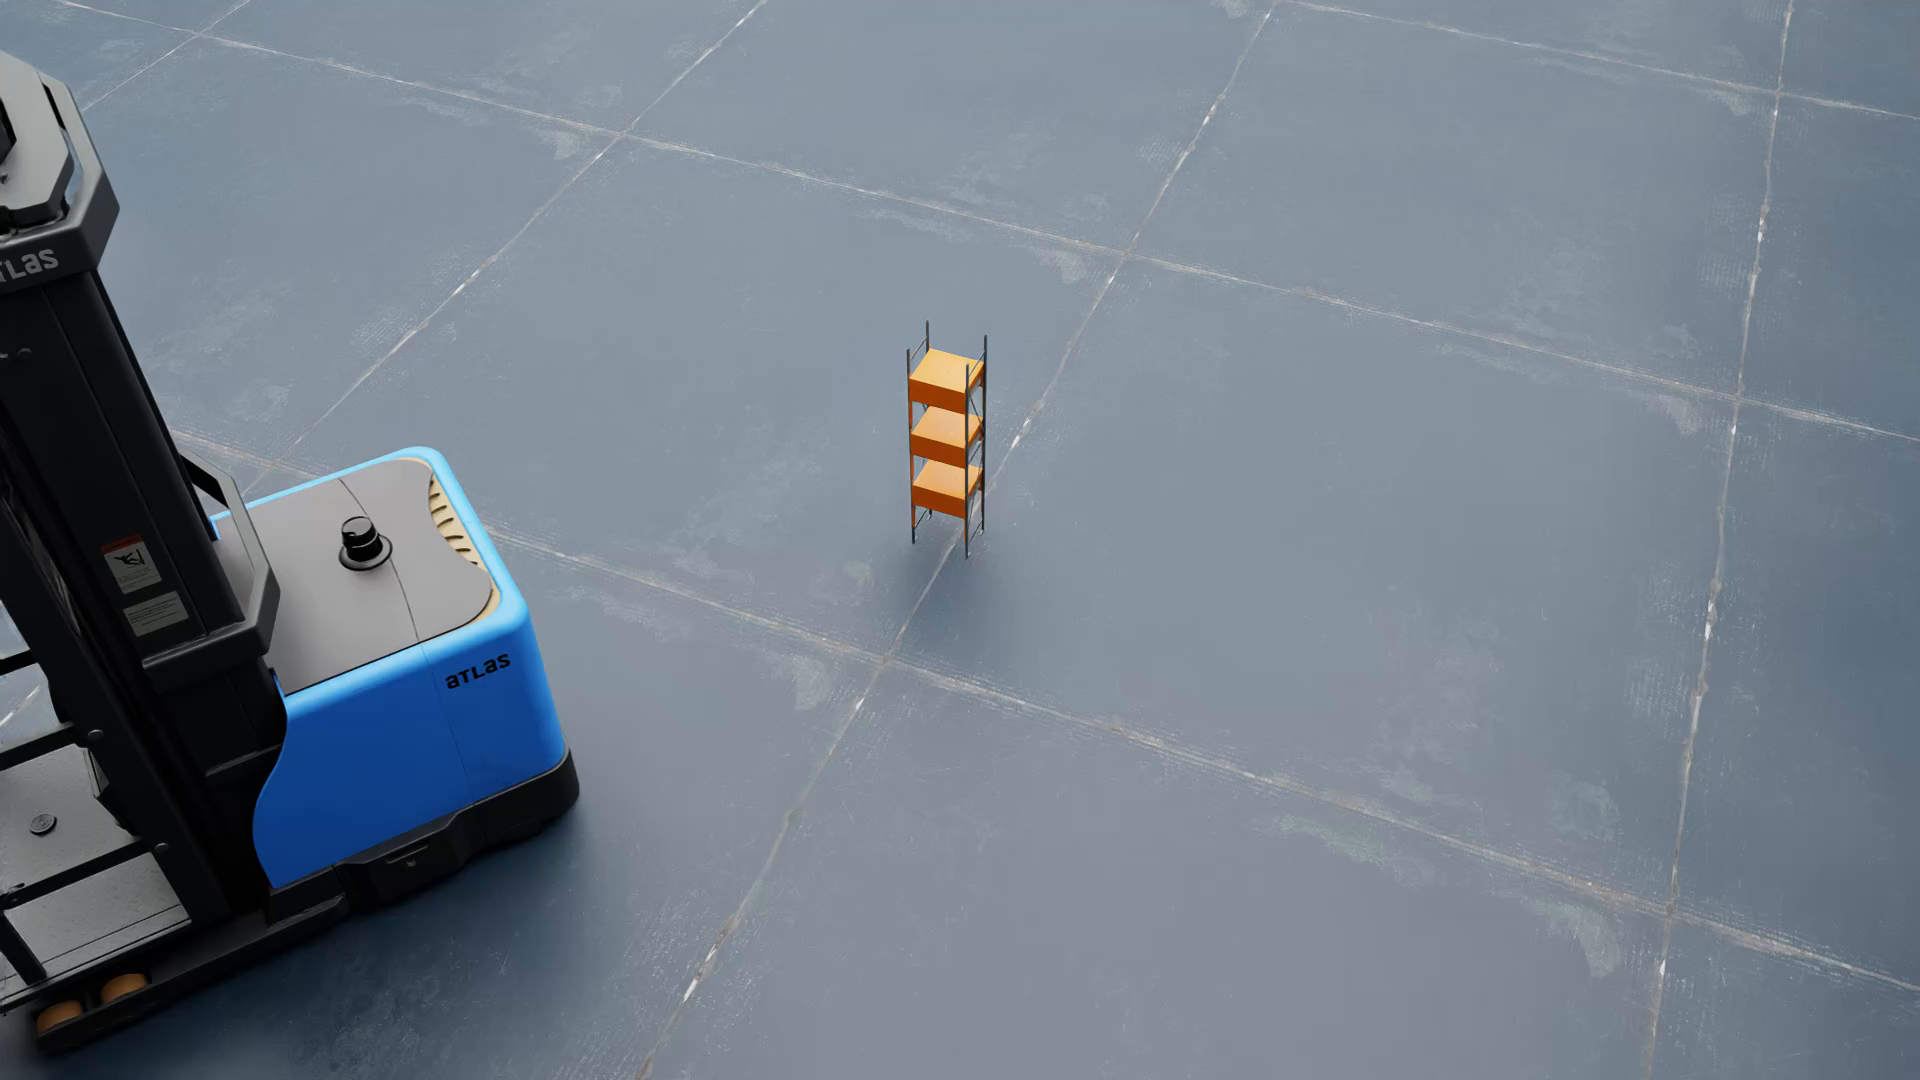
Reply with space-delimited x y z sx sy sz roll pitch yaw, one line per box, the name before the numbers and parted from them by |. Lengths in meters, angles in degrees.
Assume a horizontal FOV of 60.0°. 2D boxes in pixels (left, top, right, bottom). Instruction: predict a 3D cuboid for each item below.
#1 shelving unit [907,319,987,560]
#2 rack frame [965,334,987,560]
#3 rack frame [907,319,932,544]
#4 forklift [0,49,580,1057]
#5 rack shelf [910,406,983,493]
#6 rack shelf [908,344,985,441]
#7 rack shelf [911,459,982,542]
shelving unit | -0.049 -0.387 6.733 0.252 1.050 0.215 16 47 16
rack frame | 0.063 -0.354 6.700 0.008 1.050 0.200 16 47 16
rack frame | -0.162 -0.420 6.767 0.008 1.050 0.200 16 47 16
forklift | -2.916 0.190 4.820 3.031 2.935 1.130 -23 49 -21
rack shelf | -0.049 -0.379 6.741 0.240 0.259 0.215 16 47 16
rack shelf | -0.049 -0.580 6.541 0.240 0.259 0.215 16 47 16
rack shelf | -0.049 -0.182 6.937 0.240 0.259 0.215 16 47 16
